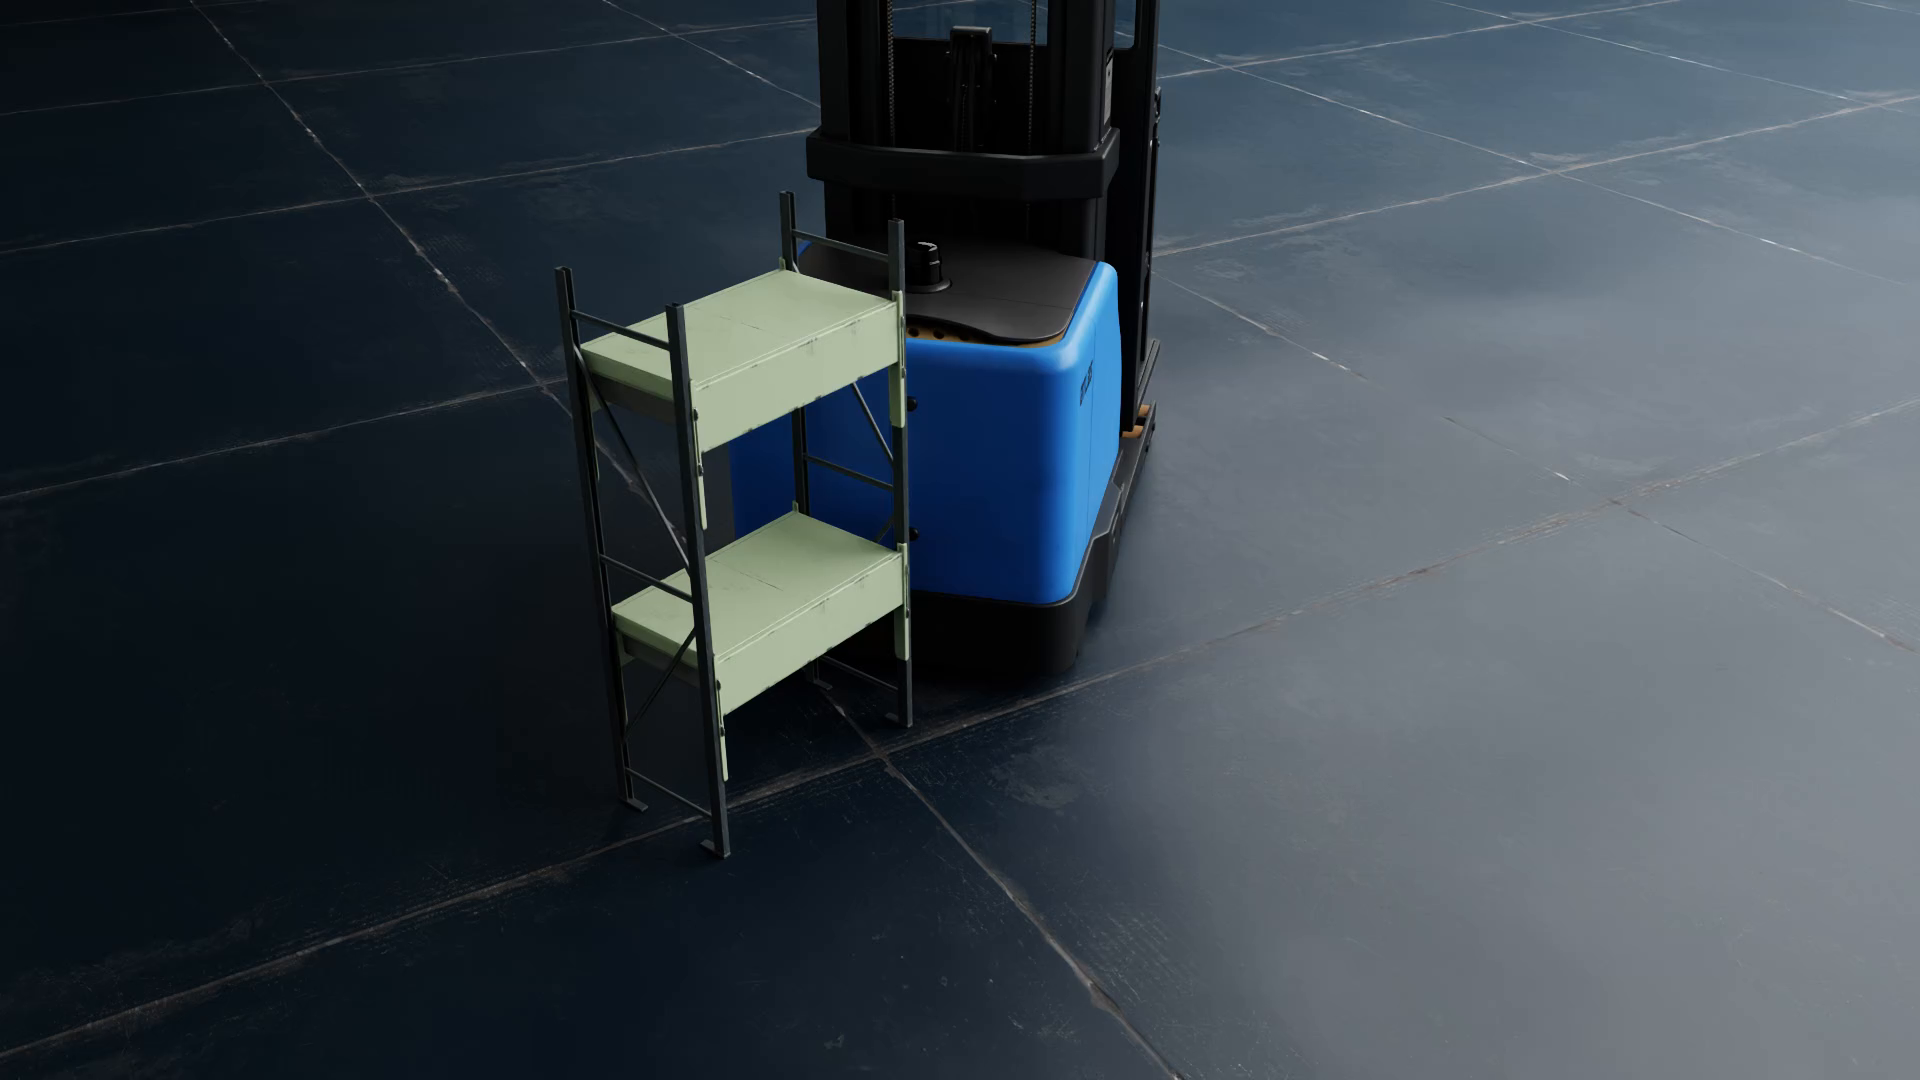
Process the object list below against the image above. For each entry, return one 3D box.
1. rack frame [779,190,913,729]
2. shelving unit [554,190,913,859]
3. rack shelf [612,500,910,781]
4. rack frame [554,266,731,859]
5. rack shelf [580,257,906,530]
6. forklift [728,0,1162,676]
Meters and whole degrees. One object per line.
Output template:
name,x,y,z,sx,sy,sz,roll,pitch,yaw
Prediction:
rack frame,-0.300,-0.179,4.522,0.400,1.500,0.023,21,35,33
shelving unit,-0.527,-0.040,4.270,0.431,1.500,0.755,21,35,33
rack shelf,-0.527,0.245,4.428,0.431,0.370,0.720,21,35,33
rack frame,-0.754,0.099,4.019,0.400,1.500,0.023,21,35,33
rack shelf,-0.527,-0.382,4.082,0.431,0.370,0.720,21,35,33
forklift,0.139,-1.579,5.577,1.130,2.935,3.031,6,30,11
